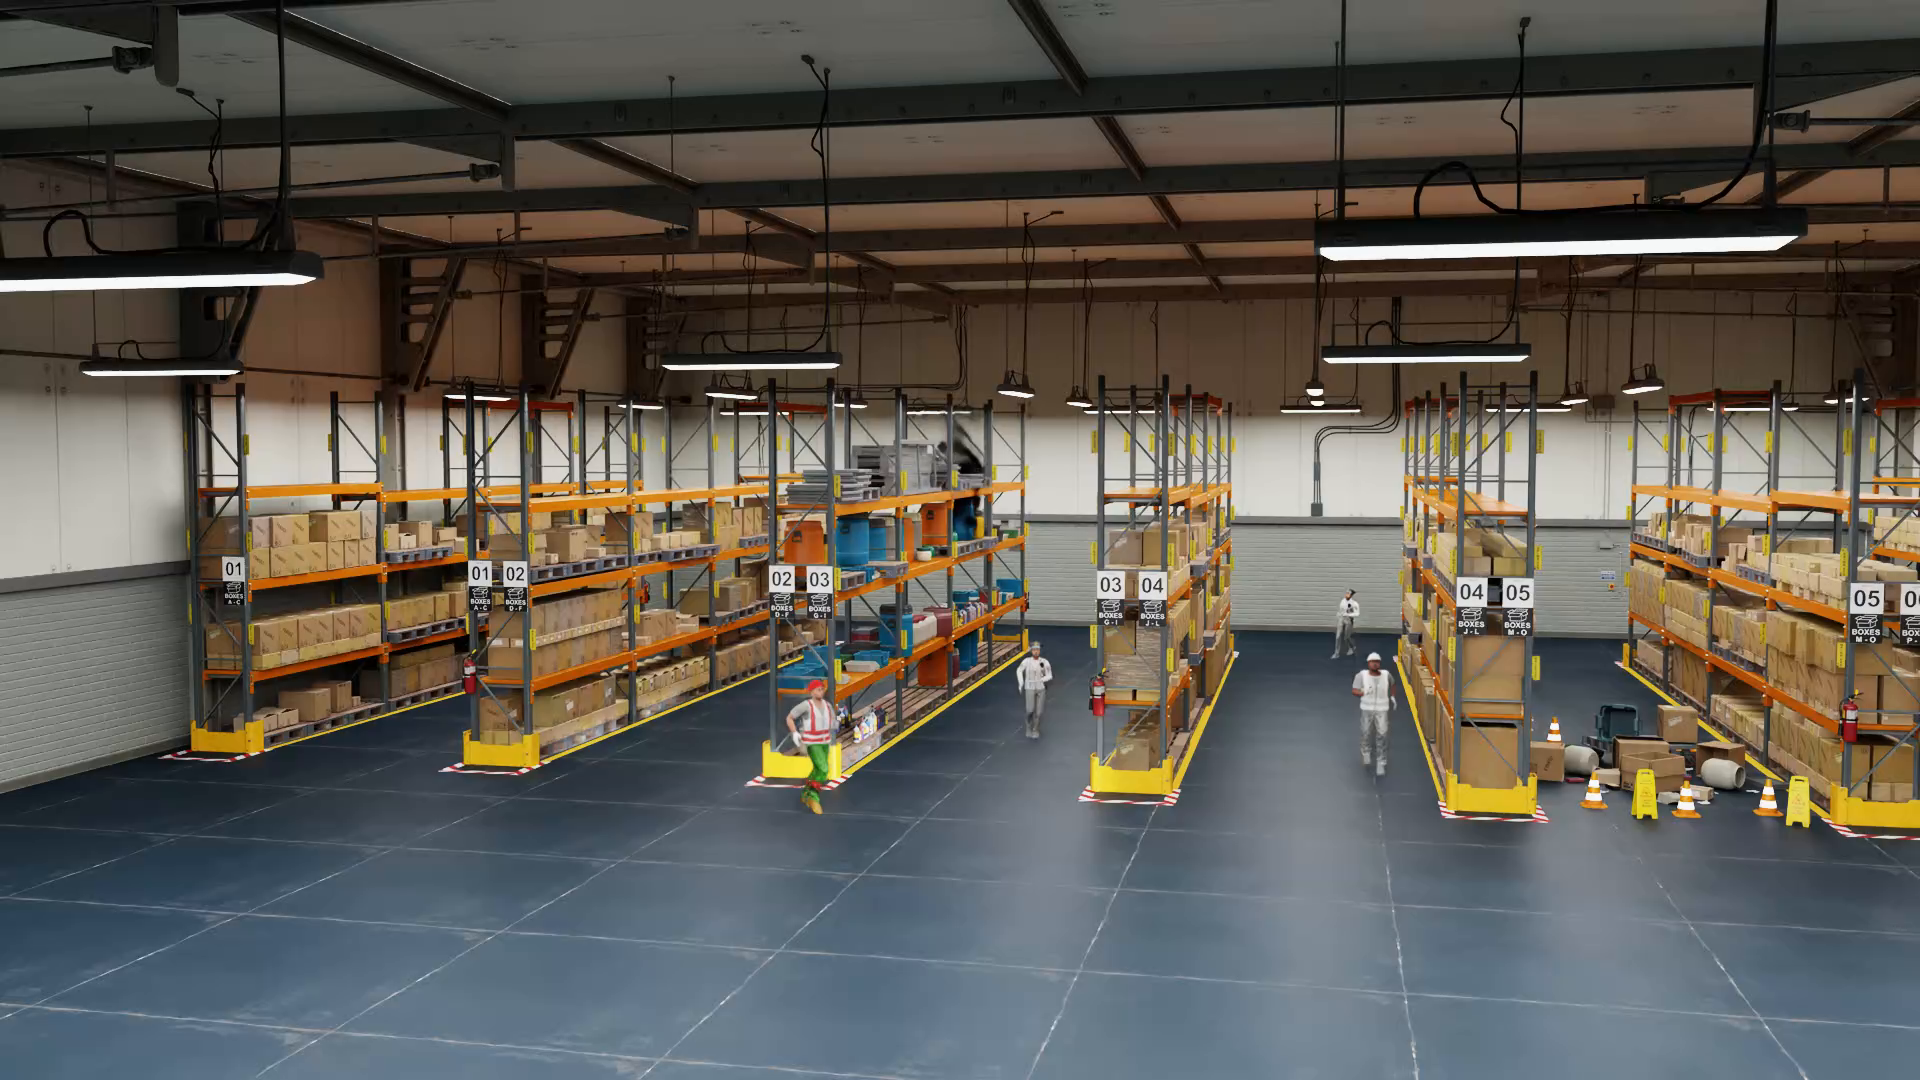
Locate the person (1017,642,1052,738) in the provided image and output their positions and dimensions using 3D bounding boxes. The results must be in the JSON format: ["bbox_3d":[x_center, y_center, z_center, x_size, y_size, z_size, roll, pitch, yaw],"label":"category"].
[{"bbox_3d":[1.267,2.545,28.159,0.593,1.660,0.624,0,3,-1],"label":"person"}]

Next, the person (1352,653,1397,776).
[{"bbox_3d":[6.347,2.632,25.485,0.672,1.814,0.903,1,3,10],"label":"person"}]

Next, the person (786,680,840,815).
[{"bbox_3d":[-1.944,2.812,22.674,0.739,1.816,0.645,3,4,40],"label":"person"}]

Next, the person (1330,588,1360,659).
[{"bbox_3d":[9.117,1.955,38.995,0.852,1.694,0.647,-3,4,-41],"label":"person"}]
